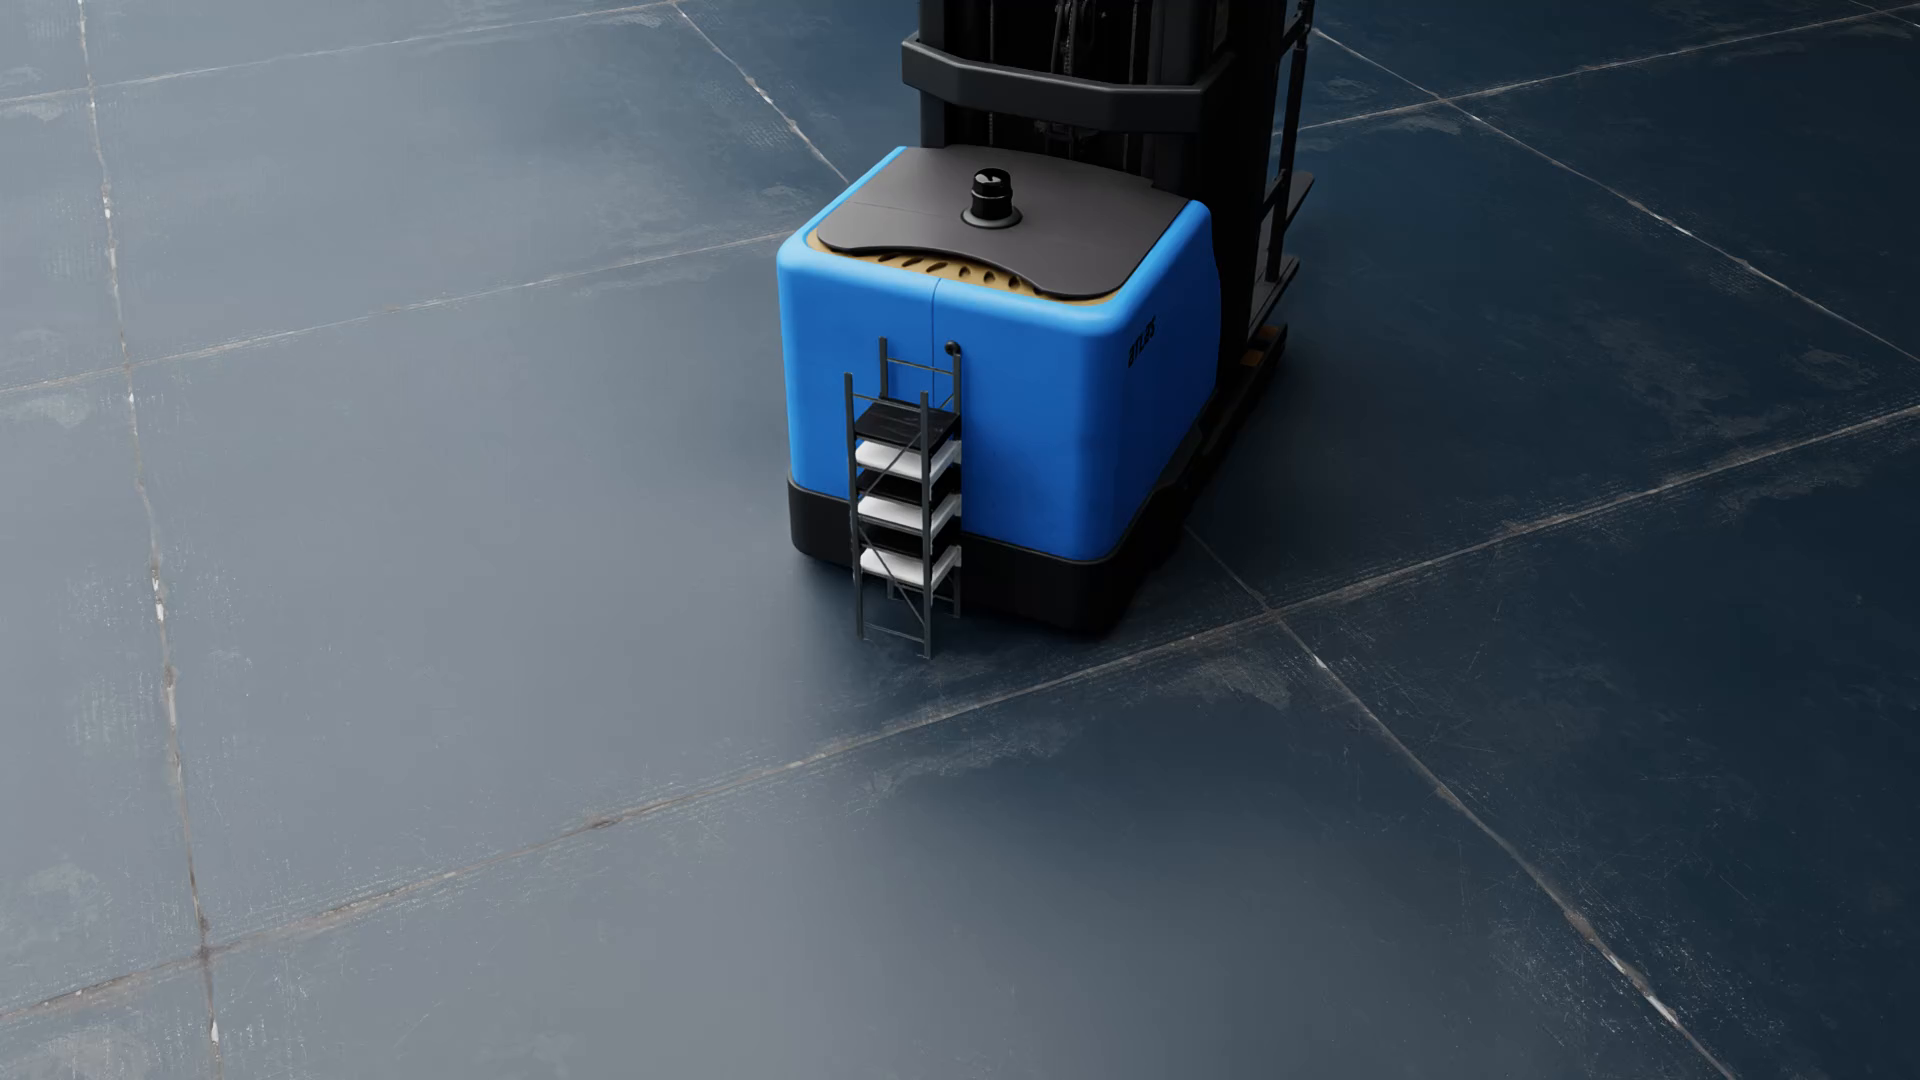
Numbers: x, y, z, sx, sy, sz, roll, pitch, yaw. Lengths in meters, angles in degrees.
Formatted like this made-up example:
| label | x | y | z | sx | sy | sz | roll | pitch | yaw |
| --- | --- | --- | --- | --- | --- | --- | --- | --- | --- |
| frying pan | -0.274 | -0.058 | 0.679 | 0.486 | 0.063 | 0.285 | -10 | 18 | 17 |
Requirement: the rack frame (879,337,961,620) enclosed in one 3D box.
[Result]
| label | x | y | z | sx | sy | sz | roll | pitch | yaw |
| --- | --- | --- | --- | --- | --- | --- | --- | --- | --- |
| rack frame | -0.108 | -0.156 | 4.705 | 0.240 | 0.900 | 0.006 | 15 | 39 | 19 |

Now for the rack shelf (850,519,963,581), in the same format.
| label | x | y | z | sx | sy | sz | roll | pitch | yaw |
| --- | --- | --- | --- | --- | --- | --- | --- | --- | --- |
| rack shelf | -0.150 | -0.002 | 4.704 | 0.258 | 0.077 | 0.200 | 15 | 39 | 19 |

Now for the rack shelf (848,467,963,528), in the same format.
| label | x | y | z | sx | sy | sz | roll | pitch | yaw |
| --- | --- | --- | --- | --- | --- | --- | --- | --- | --- |
| rack shelf | -0.150 | -0.146 | 4.597 | 0.258 | 0.077 | 0.200 | 15 | 39 | 19 |

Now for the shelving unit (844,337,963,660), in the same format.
| label | x | y | z | sx | sy | sz | roll | pitch | yaw |
| --- | --- | --- | --- | --- | --- | --- | --- | --- | --- |
| shelving unit | -0.150 | -0.101 | 4.631 | 0.258 | 0.900 | 0.210 | 15 | 39 | 19 |

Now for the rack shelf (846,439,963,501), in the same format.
| label | x | y | z | sx | sy | sz | roll | pitch | yaw |
| --- | --- | --- | --- | --- | --- | --- | --- | --- | --- |
| rack shelf | -0.150 | -0.219 | 4.543 | 0.258 | 0.077 | 0.200 | 15 | 39 | 19 |

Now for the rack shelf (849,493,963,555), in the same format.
| label | x | y | z | sx | sy | sz | roll | pitch | yaw |
| --- | --- | --- | --- | --- | --- | --- | --- | --- | --- |
| rack shelf | -0.150 | -0.074 | 4.650 | 0.258 | 0.077 | 0.200 | 15 | 39 | 19 |

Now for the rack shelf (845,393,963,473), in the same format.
| label | x | y | z | sx | sy | sz | roll | pitch | yaw |
| --- | --- | --- | --- | --- | --- | --- | --- | --- | --- |
| rack shelf | -0.150 | -0.291 | 4.490 | 0.258 | 0.077 | 0.200 | 15 | 39 | 19 |

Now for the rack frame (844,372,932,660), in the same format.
| label | x | y | z | sx | sy | sz | roll | pitch | yaw |
| --- | --- | --- | --- | --- | --- | --- | --- | --- | --- |
| rack frame | -0.191 | -0.046 | 4.556 | 0.240 | 0.900 | 0.006 | 15 | 39 | 19 |

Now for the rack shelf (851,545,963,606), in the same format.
| label | x | y | z | sx | sy | sz | roll | pitch | yaw |
| --- | --- | --- | --- | --- | --- | --- | --- | --- | --- |
| rack shelf | -0.150 | 0.071 | 4.758 | 0.258 | 0.077 | 0.200 | 15 | 39 | 19 |

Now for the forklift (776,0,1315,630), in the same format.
| label | x | y | z | sx | sy | sz | roll | pitch | yaw |
| --- | --- | --- | --- | --- | --- | --- | --- | --- | --- |
| forklift | 0.547 | -1.790 | 5.203 | 1.130 | 2.935 | 3.031 | 15 | 39 | 19 |
